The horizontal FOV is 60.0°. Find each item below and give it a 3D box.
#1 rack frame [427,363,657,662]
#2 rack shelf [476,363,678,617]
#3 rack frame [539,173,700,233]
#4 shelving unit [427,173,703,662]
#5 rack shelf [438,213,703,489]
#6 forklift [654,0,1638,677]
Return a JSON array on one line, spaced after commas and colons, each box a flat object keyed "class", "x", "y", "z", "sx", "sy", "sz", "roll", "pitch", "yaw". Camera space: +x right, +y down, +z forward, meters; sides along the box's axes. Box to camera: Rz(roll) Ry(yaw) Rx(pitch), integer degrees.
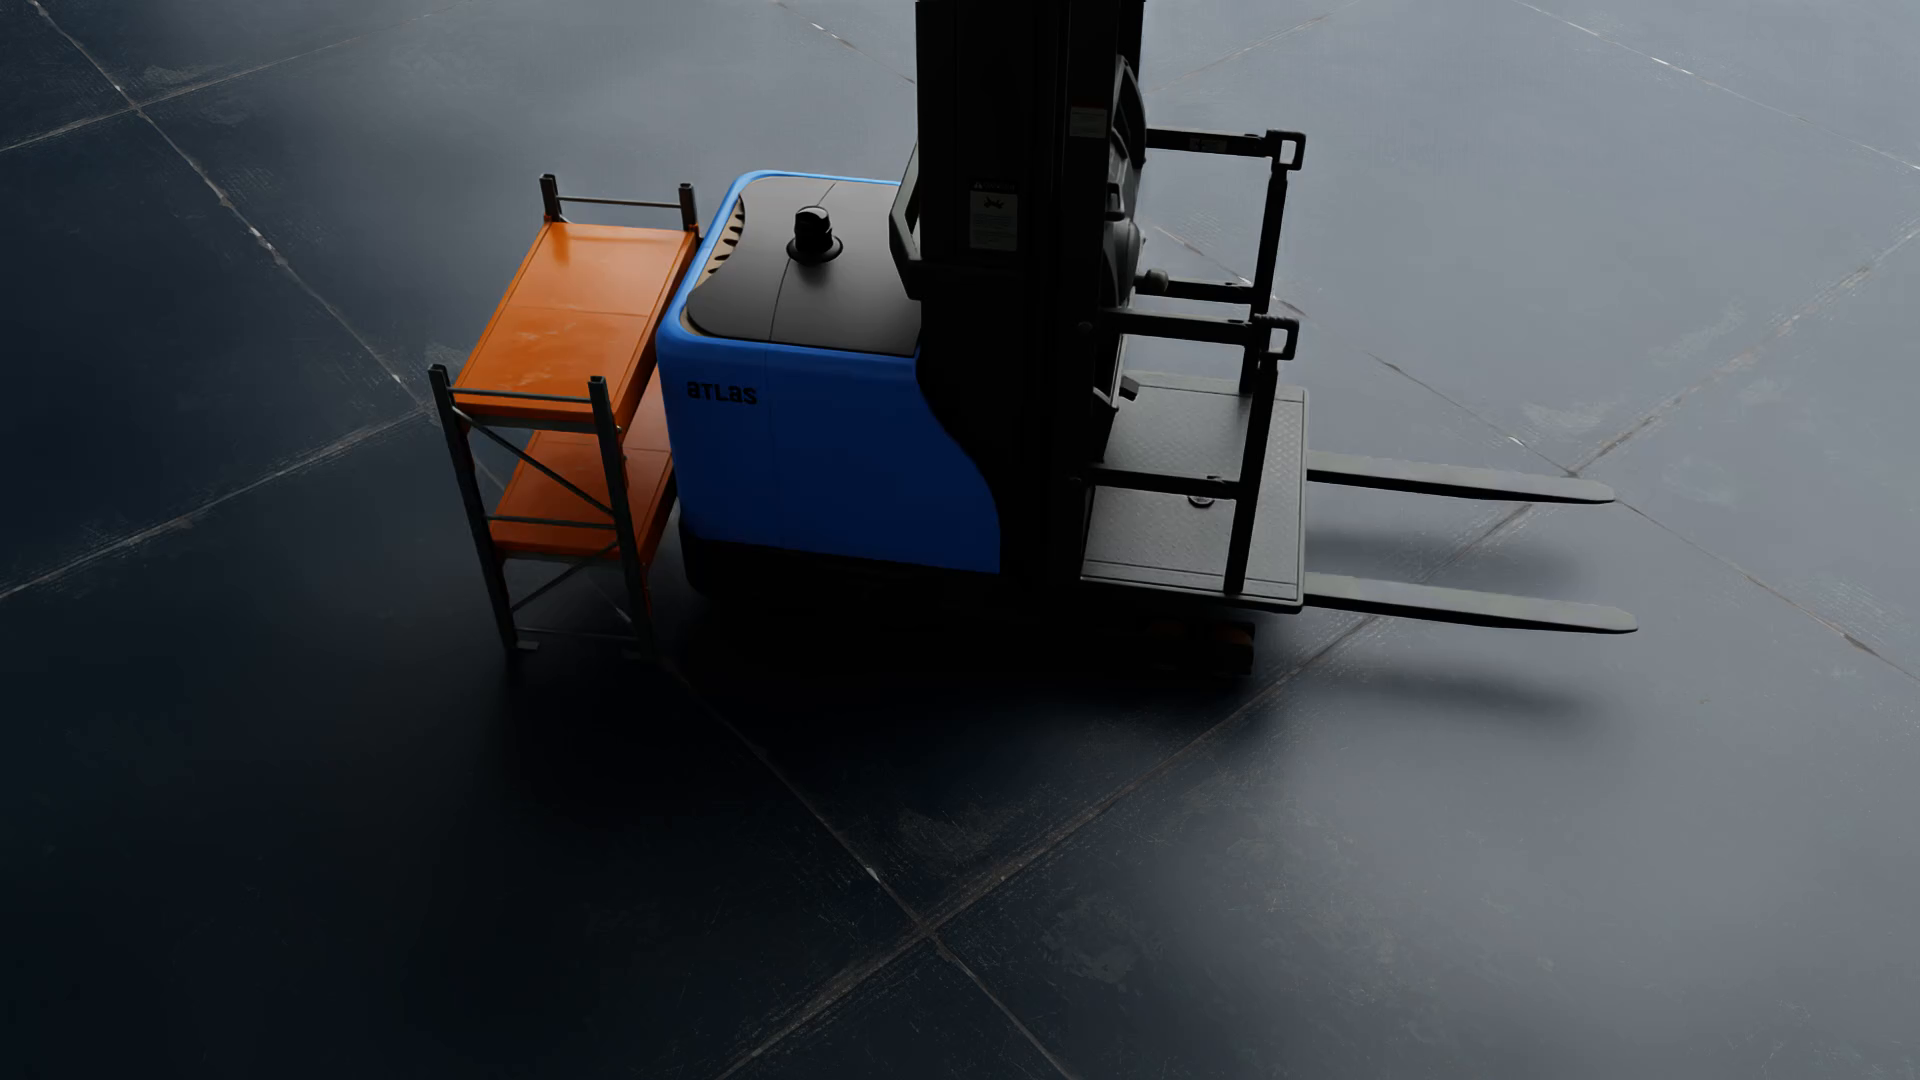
[{"class": "rack frame", "x": -1.227, "y": -0.052, "z": 4.983, "sx": 0.500, "sy": 1.125, "sz": 0.032, "roll": 5, "pitch": 43, "yaw": 5}, {"class": "rack shelf", "x": -1.165, "y": -0.219, "z": 5.518, "sx": 0.538, "sy": 0.278, "sz": 1.000, "roll": 5, "pitch": 43, "yaw": 5}, {"class": "rack frame", "x": -1.103, "y": -0.742, "z": 5.718, "sx": 0.500, "sy": 1.125, "sz": 0.032, "roll": 5, "pitch": 43, "yaw": 5}, {"class": "shelving unit", "x": -1.165, "y": -0.397, "z": 5.351, "sx": 0.538, "sy": 1.125, "sz": 1.048, "roll": 5, "pitch": 43, "yaw": 5}, {"class": "rack shelf", "x": -1.165, "y": -0.610, "z": 5.150, "sx": 0.538, "sy": 0.278, "sz": 1.000, "roll": 5, "pitch": 43, "yaw": 5}, {"class": "forklift", "x": 0.655, "y": -1.027, "z": 4.702, "sx": 3.031, "sy": 2.935, "sz": 1.130, "roll": 7, "pitch": 44, "yaw": 7}]
